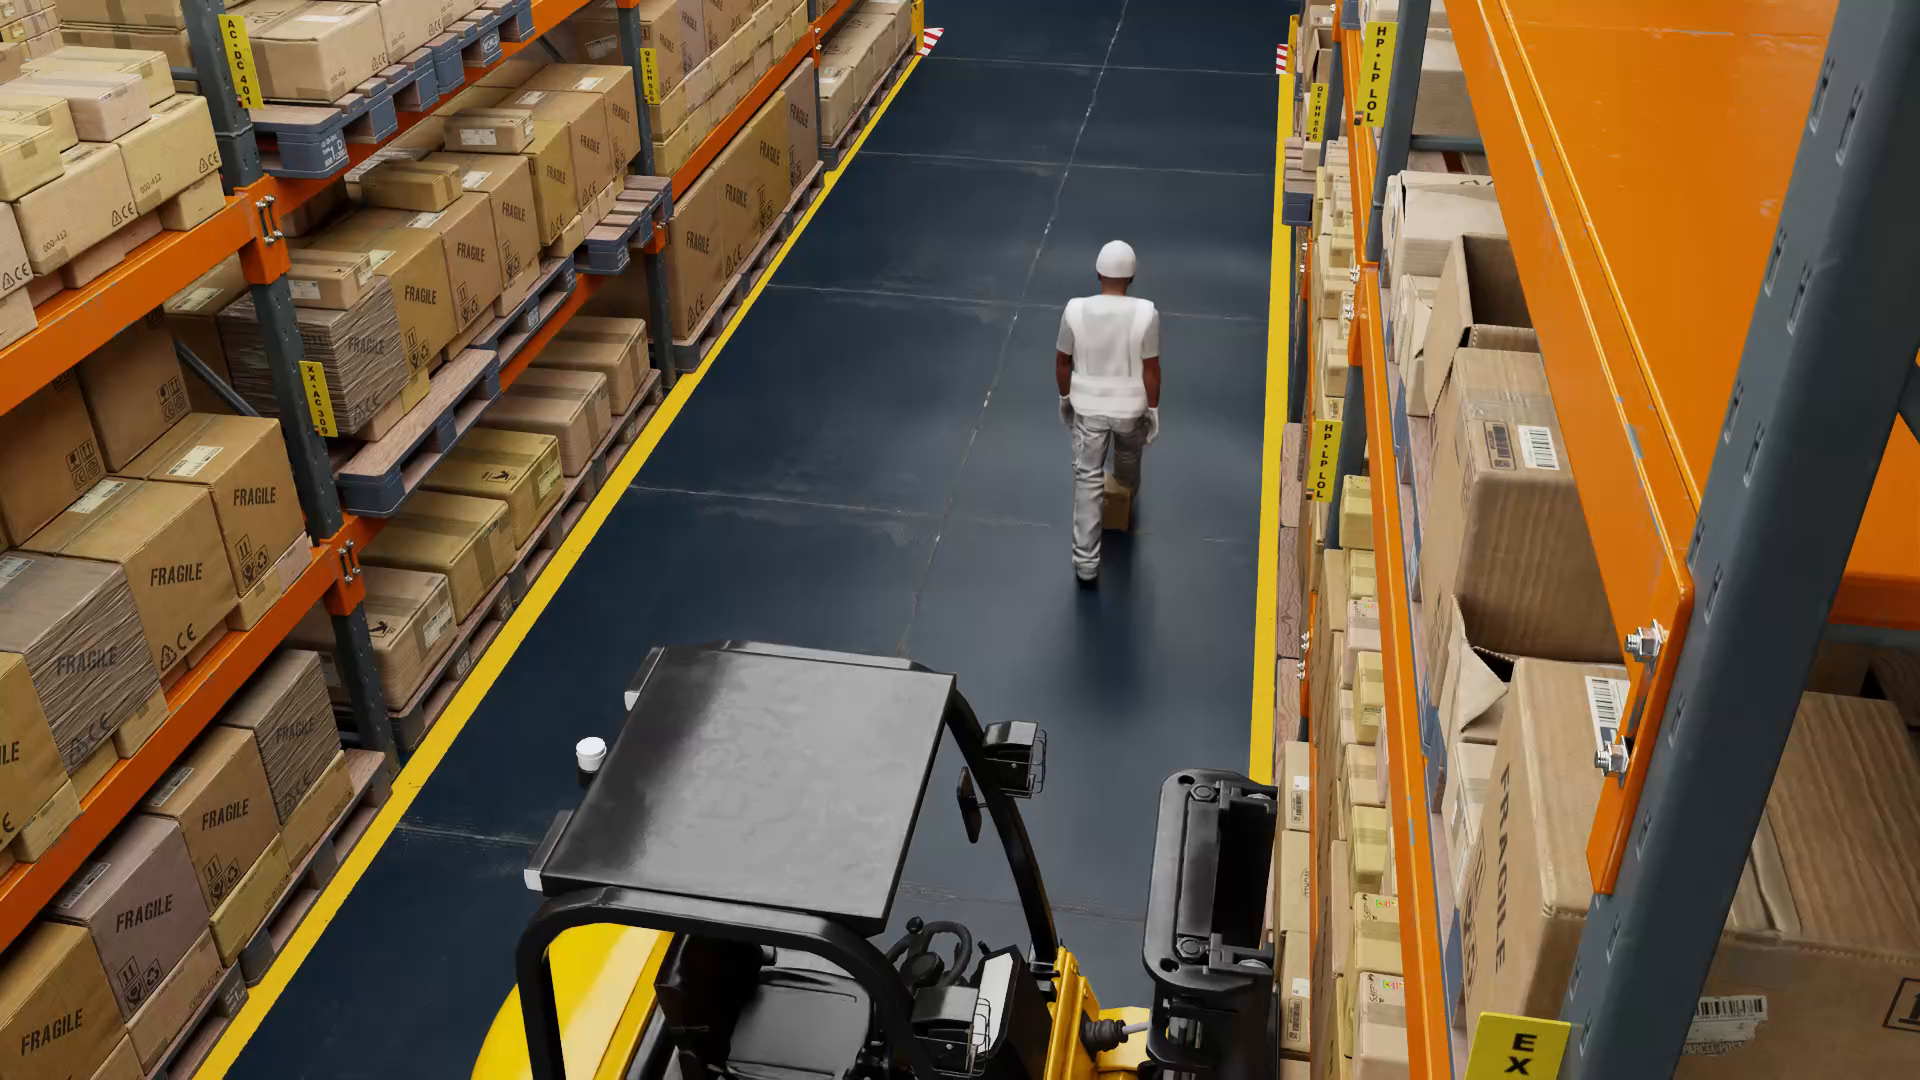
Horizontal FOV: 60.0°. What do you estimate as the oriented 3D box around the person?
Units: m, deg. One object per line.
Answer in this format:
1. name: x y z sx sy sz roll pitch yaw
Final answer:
1. person: 0.786 -0.766 8.868 0.565 1.706 1.129 3 32 5
